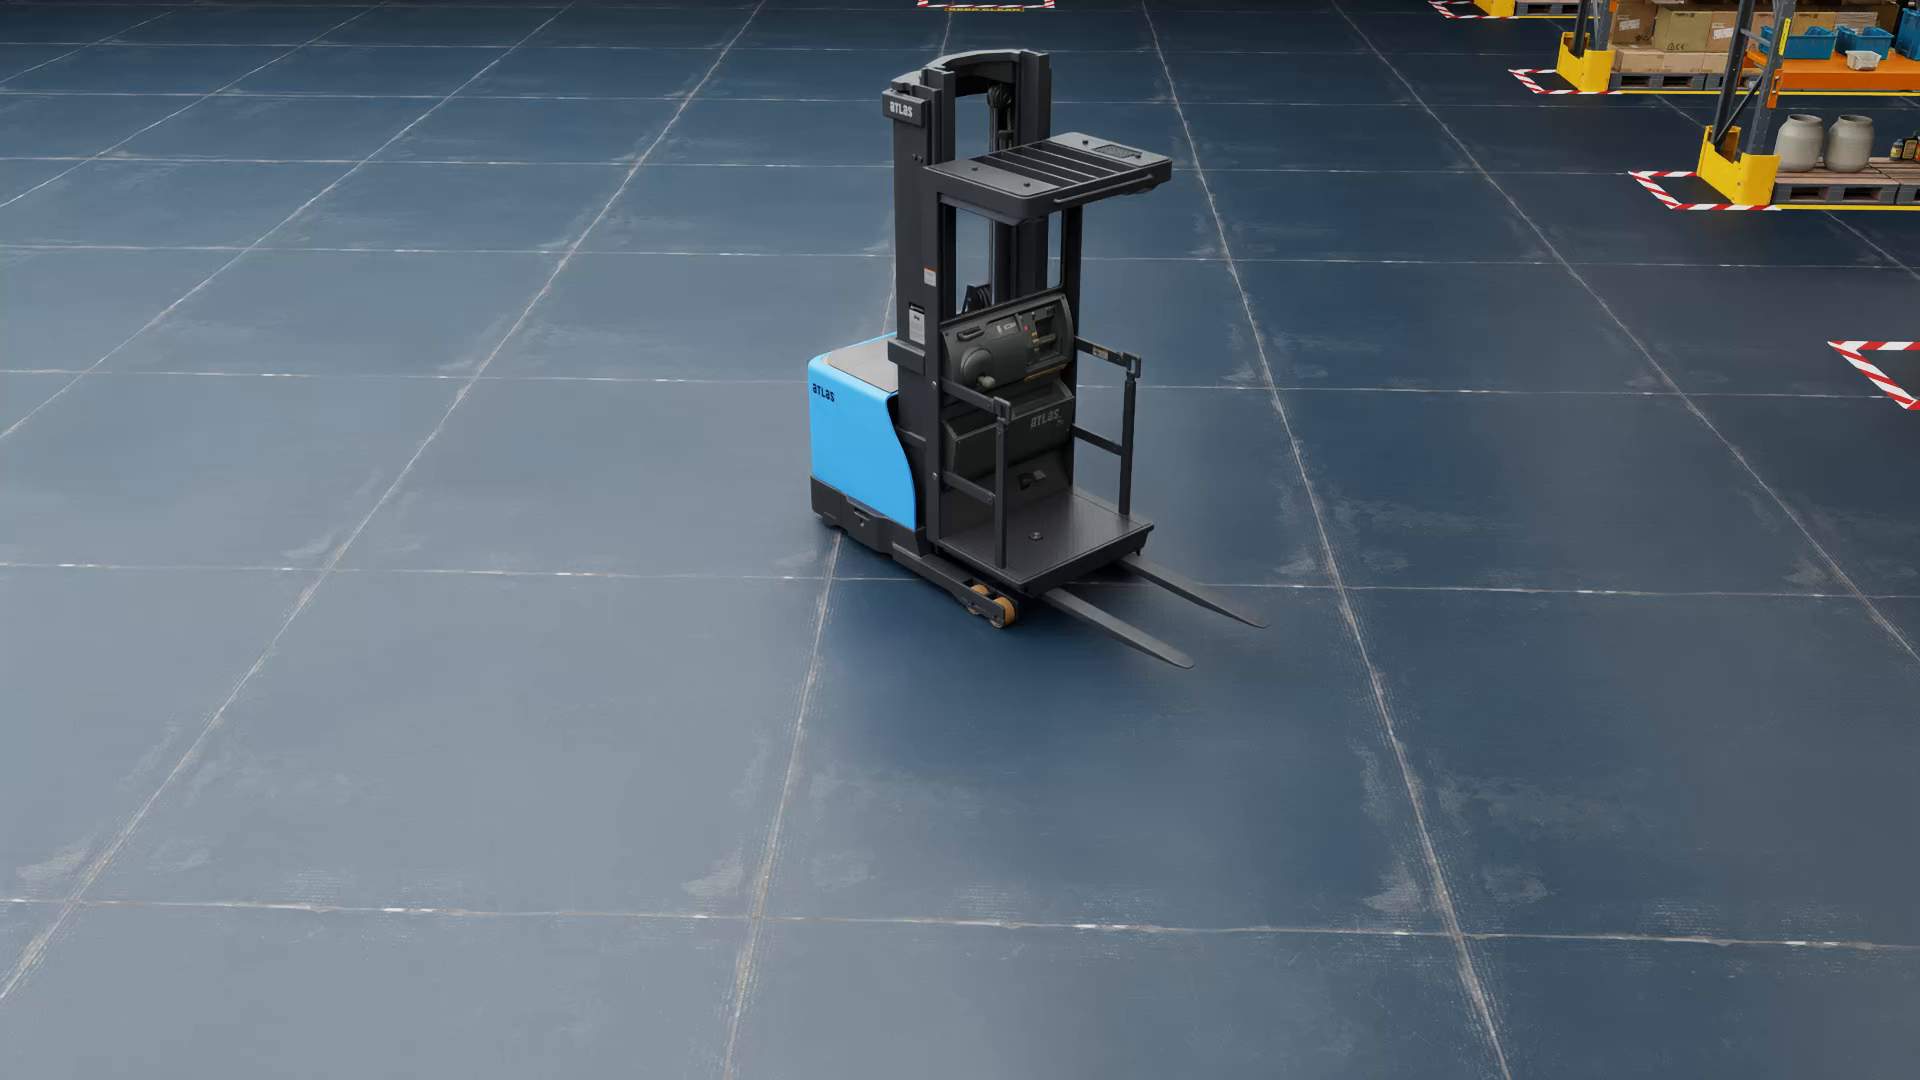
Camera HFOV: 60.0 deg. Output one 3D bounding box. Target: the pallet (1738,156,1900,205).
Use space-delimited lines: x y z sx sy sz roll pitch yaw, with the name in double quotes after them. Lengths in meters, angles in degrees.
8.716 -3.672 16.952 1.213 0.211 1.003 1 28 2 "pallet"

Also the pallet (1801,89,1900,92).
11.209 -5.953 21.254 1.213 0.211 1.003 1 28 2 "pallet"

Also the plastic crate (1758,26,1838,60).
8.337 -4.966 16.573 0.616 0.251 0.499 1 28 2 "plastic crate"

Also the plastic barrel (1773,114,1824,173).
8.487 -4.011 16.821 0.421 0.512 0.421 0 28 0 "plastic barrel"

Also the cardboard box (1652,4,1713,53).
9.033 -6.400 20.807 0.500 0.500 0.500 1 28 2 "cardboard box"

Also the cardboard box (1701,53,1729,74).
9.533 -6.061 20.968 0.500 0.250 0.500 1 28 2 "cardboard box"

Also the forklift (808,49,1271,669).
0.417 -1.074 9.147 1.130 2.935 3.031 -23 35 -36 "forklift"

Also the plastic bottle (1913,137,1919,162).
9.928 -4.048 17.123 0.135 0.276 0.152 1 28 2 "plastic bottle"

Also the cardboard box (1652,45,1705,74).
9.033 -6.069 20.984 0.500 0.250 0.500 1 28 2 "cardboard box"

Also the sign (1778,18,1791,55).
7.803 -4.764 15.740 0.005 0.325 0.100 1 28 2 "sign"

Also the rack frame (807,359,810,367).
-0.844 -0.762 10.730 0.240 0.900 0.006 -23 30 -36 "rack frame"

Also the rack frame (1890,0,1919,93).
12.003 -7.152 20.539 0.127 3.000 1.000 1 28 2 "rack frame"

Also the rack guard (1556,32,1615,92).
7.981 -6.114 21.250 0.348 0.500 1.175 1 28 2 "rack guard"

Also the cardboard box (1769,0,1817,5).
10.551 -6.625 21.231 0.500 0.500 0.500 1 28 2 "cardboard box"

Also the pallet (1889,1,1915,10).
14.174 -8.208 25.508 1.213 0.211 1.003 1 28 2 "pallet"

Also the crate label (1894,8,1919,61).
9.676 -5.011 16.463 0.616 0.435 0.502 1 28 2 "crate label"

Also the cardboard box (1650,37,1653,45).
9.052 -6.315 21.448 0.500 0.250 0.500 1 28 2 "cardboard box"

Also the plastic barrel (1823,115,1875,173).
8.988 -4.002 16.806 0.421 0.512 0.421 0 28 0 "plastic barrel"

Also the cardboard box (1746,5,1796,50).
10.032 -6.381 20.771 0.500 0.500 0.500 1 28 2 "cardboard box"

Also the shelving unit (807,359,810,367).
-0.777 -0.736 10.659 0.258 0.900 0.210 -23 30 -36 "shelving unit"

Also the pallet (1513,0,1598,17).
9.063 -8.273 25.632 1.213 0.211 1.003 1 28 2 "pallet"

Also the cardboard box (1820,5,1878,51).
11.032 -6.373 20.756 0.500 0.500 0.500 1 28 2 "cardboard box"

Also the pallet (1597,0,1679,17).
10.279 -8.252 25.591 1.213 0.211 1.003 1 28 2 "pallet"

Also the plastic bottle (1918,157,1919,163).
9.925 -4.002 17.027 0.133 0.283 0.061 1 28 2 "plastic bottle"

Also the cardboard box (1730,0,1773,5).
10.051 -6.632 21.245 0.500 0.500 0.500 1 28 2 "cardboard box"

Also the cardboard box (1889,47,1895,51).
11.532 -6.028 20.906 0.500 0.250 0.500 1 28 2 "cardboard box"

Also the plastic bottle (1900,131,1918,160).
9.795 -4.075 17.165 0.133 0.283 0.061 2 28 3 "plastic bottle"

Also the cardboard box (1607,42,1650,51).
8.552 -6.318 21.453 0.500 0.250 0.500 1 28 2 "cardboard box"

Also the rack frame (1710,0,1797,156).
7.827 -4.900 16.290 0.127 3.000 1.000 1 28 2 "rack frame"

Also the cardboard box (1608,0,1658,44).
8.552 -6.650 21.280 0.500 0.500 0.500 1 28 2 "cardboard box"

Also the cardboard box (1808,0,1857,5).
11.050 -6.613 21.208 0.500 0.500 0.500 1 28 2 "cardboard box"

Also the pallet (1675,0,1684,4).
11.501 -8.233 25.556 1.213 0.211 1.003 1 28 2 "pallet"

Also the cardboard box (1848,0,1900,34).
11.550 -6.608 21.200 0.500 0.500 0.500 1 28 2 "cardboard box"

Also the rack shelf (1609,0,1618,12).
10.004 -6.867 20.770 4.000 0.370 1.077 1 28 2 "rack shelf"

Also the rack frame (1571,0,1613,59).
8.005 -7.218 20.664 0.127 3.000 1.000 1 28 2 "rack frame"

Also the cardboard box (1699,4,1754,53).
9.533 -6.397 20.802 0.500 0.500 0.500 1 28 2 "cardboard box"

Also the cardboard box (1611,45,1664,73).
8.533 -6.076 20.996 0.500 0.250 0.500 1 28 2 "cardboard box"

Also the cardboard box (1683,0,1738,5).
9.552 -6.641 21.261 0.500 0.500 0.500 1 28 2 "cardboard box"

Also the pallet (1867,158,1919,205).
9.932 -3.651 16.912 1.213 0.211 1.003 1 28 2 "pallet"

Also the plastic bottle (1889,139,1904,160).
9.678 -4.032 17.172 0.097 0.201 0.097 0 28 0 "plastic bottle"

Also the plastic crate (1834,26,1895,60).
8.986 -4.952 16.548 0.408 0.251 0.499 1 28 2 "plastic crate"

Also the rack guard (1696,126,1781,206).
7.904 -3.816 16.915 0.348 0.500 1.175 1 28 2 "rack guard"

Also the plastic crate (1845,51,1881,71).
8.710 -4.618 16.040 0.250 0.136 0.298 1 28 2 "plastic crate"

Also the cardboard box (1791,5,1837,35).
10.532 -6.379 20.768 0.500 0.500 0.500 1 28 2 "cardboard box"

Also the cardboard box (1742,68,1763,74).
10.032 -6.050 20.948 0.500 0.250 0.500 1 28 2 "cardboard box"

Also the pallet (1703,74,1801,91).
9.987 -5.972 21.289 1.213 0.211 1.003 1 28 2 "pallet"

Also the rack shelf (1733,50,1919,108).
9.825 -4.549 16.396 4.000 0.370 1.077 1 28 2 "rack shelf"

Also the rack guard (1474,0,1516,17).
8.252 -8.431 25.621 0.348 0.500 1.175 1 28 2 "rack guard"

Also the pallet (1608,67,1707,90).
8.771 -5.993 21.330 1.213 0.211 1.003 1 28 2 "pallet"
